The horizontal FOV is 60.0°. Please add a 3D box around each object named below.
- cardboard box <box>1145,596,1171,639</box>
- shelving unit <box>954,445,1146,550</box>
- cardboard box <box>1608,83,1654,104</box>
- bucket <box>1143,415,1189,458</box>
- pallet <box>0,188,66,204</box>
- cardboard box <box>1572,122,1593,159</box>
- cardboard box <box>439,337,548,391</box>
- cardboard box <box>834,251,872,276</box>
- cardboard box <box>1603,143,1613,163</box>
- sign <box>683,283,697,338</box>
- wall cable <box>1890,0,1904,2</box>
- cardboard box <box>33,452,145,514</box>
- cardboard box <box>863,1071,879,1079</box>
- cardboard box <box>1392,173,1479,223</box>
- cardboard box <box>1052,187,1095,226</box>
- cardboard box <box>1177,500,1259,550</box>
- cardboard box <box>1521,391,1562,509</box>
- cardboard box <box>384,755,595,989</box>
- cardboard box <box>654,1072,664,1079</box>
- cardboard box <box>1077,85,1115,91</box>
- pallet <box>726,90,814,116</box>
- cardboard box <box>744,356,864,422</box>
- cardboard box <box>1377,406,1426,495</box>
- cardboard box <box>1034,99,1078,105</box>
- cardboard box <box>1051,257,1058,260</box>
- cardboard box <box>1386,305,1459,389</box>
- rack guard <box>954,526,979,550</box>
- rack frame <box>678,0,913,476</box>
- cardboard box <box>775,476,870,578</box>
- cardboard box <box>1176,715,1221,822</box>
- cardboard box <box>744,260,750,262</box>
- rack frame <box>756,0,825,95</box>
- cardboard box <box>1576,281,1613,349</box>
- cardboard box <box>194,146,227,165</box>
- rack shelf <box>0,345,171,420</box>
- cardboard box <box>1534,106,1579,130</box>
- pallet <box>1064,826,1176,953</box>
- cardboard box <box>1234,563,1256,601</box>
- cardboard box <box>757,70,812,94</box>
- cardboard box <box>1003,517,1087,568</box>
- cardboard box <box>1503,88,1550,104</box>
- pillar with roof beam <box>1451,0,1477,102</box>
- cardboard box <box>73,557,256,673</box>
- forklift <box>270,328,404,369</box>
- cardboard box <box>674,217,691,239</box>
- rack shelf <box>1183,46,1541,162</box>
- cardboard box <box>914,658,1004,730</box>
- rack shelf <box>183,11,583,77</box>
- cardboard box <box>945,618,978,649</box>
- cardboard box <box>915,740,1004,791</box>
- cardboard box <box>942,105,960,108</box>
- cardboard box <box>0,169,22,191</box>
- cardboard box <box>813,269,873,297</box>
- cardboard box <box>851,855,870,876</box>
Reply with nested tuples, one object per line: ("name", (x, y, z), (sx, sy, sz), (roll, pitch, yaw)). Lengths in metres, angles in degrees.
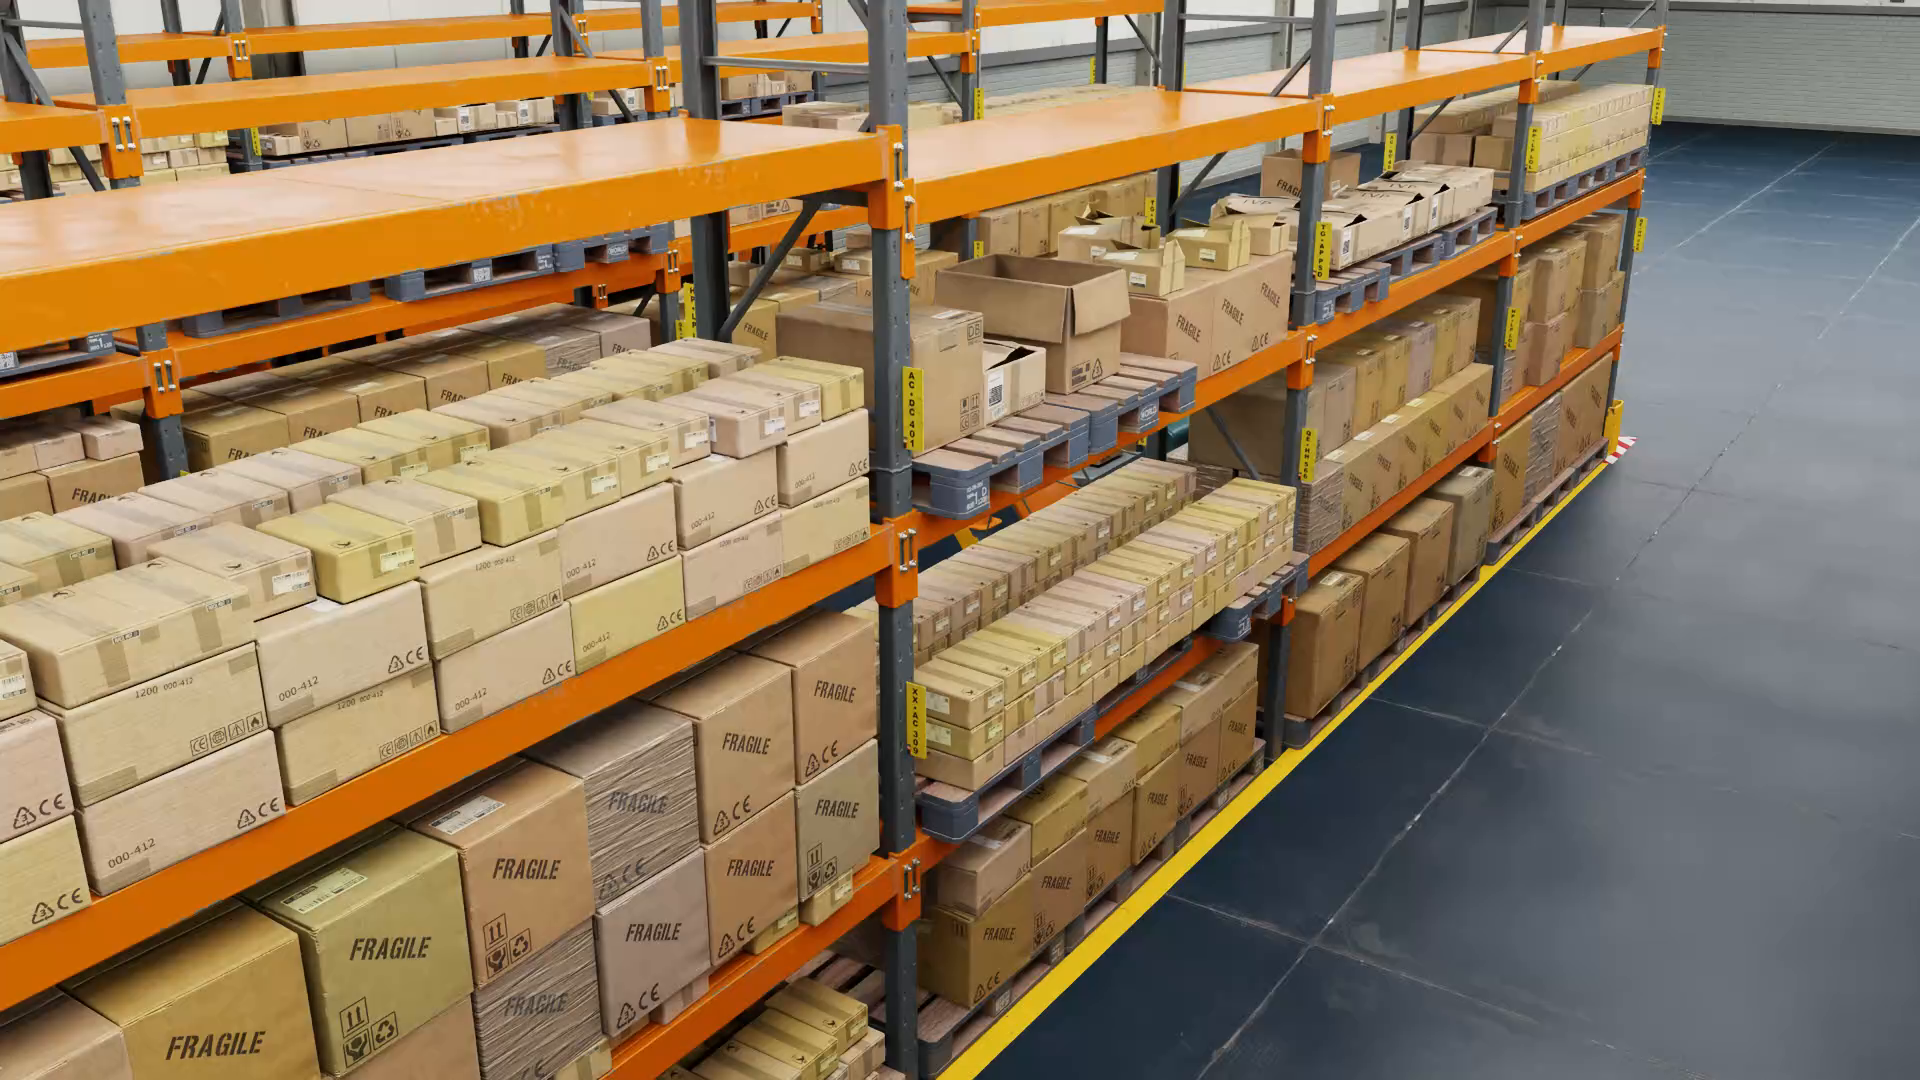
("cardboard box", (0.844, 0.354, 8.461), (0.380, 0.149, 0.250), (13, 24, 31))
("shelving unit", (0.739, -0.529, 13.899), (1.500, 0.587, 1.083), (-29, 1, 37))
("cardboard box", (6.202, -4.142, 15.427), (0.380, 0.149, 0.250), (14, 24, 32))
("bucket", (2.032, -0.917, 15.095), (0.620, 0.611, 0.726), (-24, 30, -29))
("pallet", (-7.888, -2.649, 13.197), (1.213, 0.211, 1.003), (13, 24, 32))
("cardboard box", (4.934, -3.346, 13.849), (0.500, 0.250, 0.500), (13, 24, 31))
("cardboard box", (-3.178, -1.066, 11.385), (0.500, 0.500, 0.500), (13, 24, 32))
("cardboard box", (-0.873, -2.415, 14.503), (0.380, 0.149, 0.250), (12, 24, 30))
("cardboard box", (5.489, -3.405, 14.584), (0.380, 0.149, 0.250), (13, 24, 32))
("sign", (-1.096, -0.897, 6.876), (0.100, 0.325, 0.005), (13, 24, 32))
("wall cable", (24.172, -16.025, 39.863), (2.305, 6.003, 0.169), (13, 24, 32))
("cardboard box", (-4.823, -0.218, 9.093), (0.500, 0.500, 0.500), (13, 24, 31))
("cardboard box", (-0.574, 2.364, 7.202), (0.380, 0.149, 0.250), (14, 24, 32))
("cardboard box", (3.350, -2.434, 11.811), (0.500, 0.250, 0.500), (13, 24, 31))
("cardboard box", (0.966, -3.375, 17.198), (0.700, 0.500, 0.500), (13, 24, 31))
("cardboard box", (1.427, -0.084, 9.216), (0.380, 0.149, 0.250), (14, 25, 33))
("cardboard box", (4.777, -0.877, 14.918), (0.875, 0.875, 0.875), (13, 24, 32))
("cardboard box", (-1.539, 1.022, 5.311), (0.500, 0.500, 0.500), (12, 24, 30))
("cardboard box", (-1.433, 2.193, 6.806), (0.380, 0.149, 0.250), (13, 24, 30))
("cardboard box", (1.463, -4.860, 18.117), (0.380, 0.149, 0.250), (13, 24, 32))
("pallet", (-2.566, -5.469, 20.678), (1.003, 0.211, 1.213), (13, 24, 32))
("cardboard box", (-0.585, -0.570, 6.227), (0.380, 0.149, 0.250), (12, 23, 29))
("cardboard box", (2.938, -0.660, 11.728), (0.500, 0.500, 0.500), (13, 24, 31))
("cardboard box", (0.964, -4.339, 16.708), (0.380, 0.149, 0.250), (14, 24, 33))
("cardboard box", (0.797, -1.300, 9.135), (0.500, 0.500, 0.500), (13, 24, 32))
("cardboard box", (3.300, -1.475, 12.491), (0.700, 0.500, 0.500), (13, 24, 31))
("rack guard", (0.044, -0.135, 13.875), (0.250, 0.587, 0.087), (-29, 1, 37))
("rack frame", (-0.635, -1.769, 6.224), (1.000, 3.000, 0.127), (13, 24, 32))
("cardboard box", (-0.688, -0.098, 6.247), (0.500, 0.250, 0.500), (14, 24, 33))
("cardboard box", (1.165, 1.260, 9.679), (0.500, 0.500, 0.500), (14, 25, 34))
("cardboard box", (-2.852, -3.433, 21.286), (0.500, 0.250, 0.500), (13, 24, 32))
("rack frame", (-2.147, -7.115, 20.677), (1.000, 3.000, 0.127), (13, 24, 32))
("cardboard box", (5.648, -2.191, 15.797), (0.875, 0.550, 0.550), (13, 24, 32))
("cardboard box", (-6.645, -3.381, 14.547), (0.380, 0.149, 0.250), (14, 24, 33))
("rack shelf", (-5.910, -0.387, 7.849), (1.077, 0.370, 4.000), (13, 24, 32))
("cardboard box", (4.775, -3.415, 13.459), (0.380, 0.149, 0.250), (13, 24, 31))
("pallet", (0.487, 1.777, 9.303), (1.003, 0.211, 1.213), (13, 24, 32))
("cardboard box", (1.431, 0.194, 9.321), (0.380, 0.149, 0.250), (14, 24, 33))
("cardboard box", (-2.195, -5.825, 20.618), (0.500, 0.500, 0.500), (14, 25, 34))
("cardboard box", (0.456, 0.011, 8.958), (0.380, 0.149, 0.250), (14, 25, 33))
("cardboard box", (5.088, -3.980, 14.988), (0.380, 0.149, 0.250), (13, 24, 31))
("pillar with roof beam", (17.141, -14.859, 41.613), (9.100, 9.000, 0.400), (13, 24, 32))
("cardboard box", (-2.005, 0.183, 4.191), (0.380, 0.149, 0.250), (14, 24, 33))
("forklift", (-4.447, -1.033, 12.981), (1.130, 2.935, 3.031), (13, 24, 32))
("cardboard box", (-2.220, -2.386, 12.576), (0.380, 0.149, 0.250), (13, 24, 32))
("rack shelf", (2.738, -2.966, 11.072), (1.077, 0.370, 4.000), (13, 24, 32))
("cardboard box", (-0.033, 0.663, 7.195), (0.380, 0.149, 0.250), (15, 25, 35))
("rack shelf", (-5.520, -4.869, 16.217), (1.077, 0.370, 4.000), (13, 24, 32))
("cardboard box", (-0.136, 0.448, 8.207), (0.380, 0.149, 0.250), (12, 24, 30))
("cardboard box", (-0.033, 0.942, 7.298), (0.380, 0.149, 0.250), (12, 23, 29))
("cardboard box", (0.012, -4.130, 16.144), (0.380, 0.149, 0.250), (14, 24, 33))
("cardboard box", (-7.553, -2.846, 13.071), (0.380, 0.149, 0.250), (14, 24, 33))
("cardboard box", (-0.931, -2.104, 14.598), (0.500, 0.500, 0.500), (14, 25, 34))
("cardboard box", (-0.602, 1.290, 6.963), (0.380, 0.149, 0.250), (13, 24, 31))
